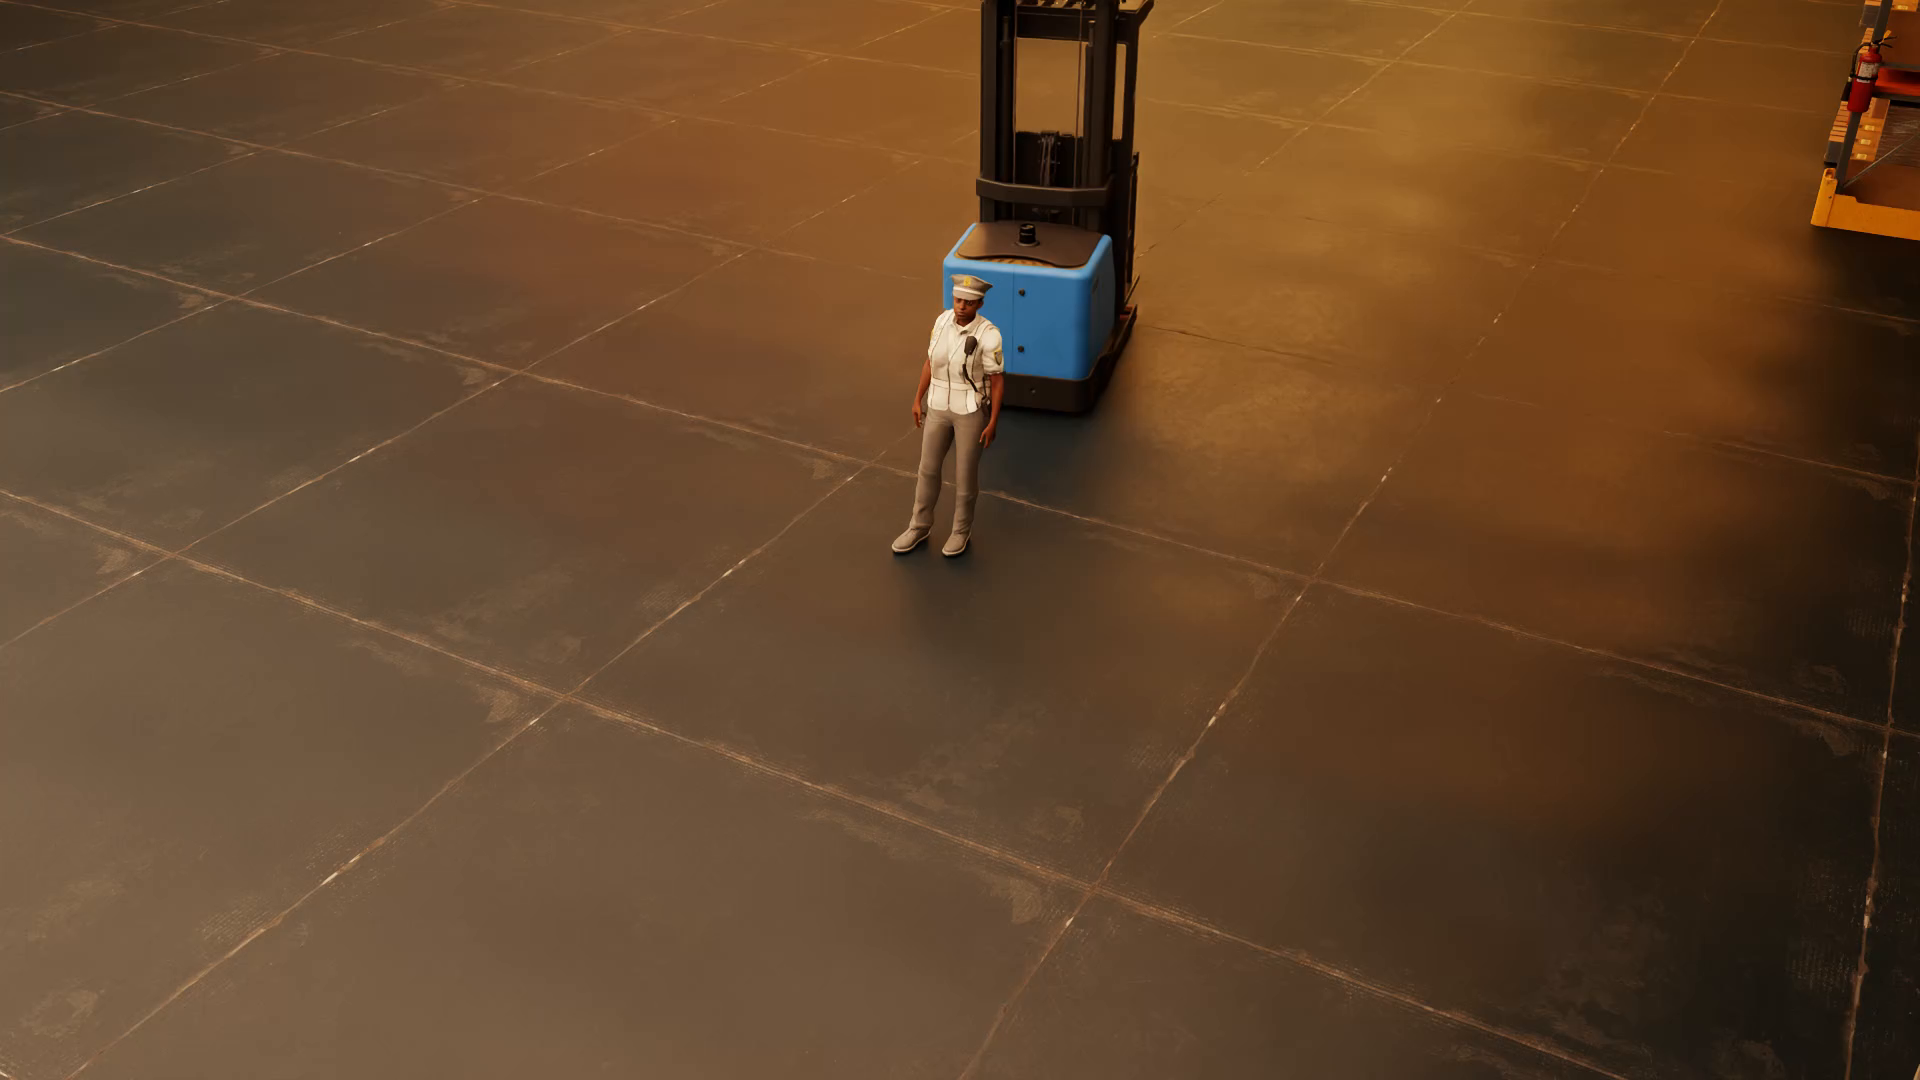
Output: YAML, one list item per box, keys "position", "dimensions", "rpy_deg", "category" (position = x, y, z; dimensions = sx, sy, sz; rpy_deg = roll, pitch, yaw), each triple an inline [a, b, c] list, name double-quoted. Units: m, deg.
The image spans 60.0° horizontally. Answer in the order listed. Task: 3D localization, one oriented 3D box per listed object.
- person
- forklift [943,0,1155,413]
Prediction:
- position: [-0.053, -0.712, 9.526]
  dimensions: [0.570, 1.697, 0.528]
  rpy_deg: [15, 33, 25]
  category: "person"
- position: [0.746, -2.864, 12.033]
  dimensions: [1.130, 2.935, 3.031]
  rpy_deg: [8, 31, 13]
  category: "forklift"
